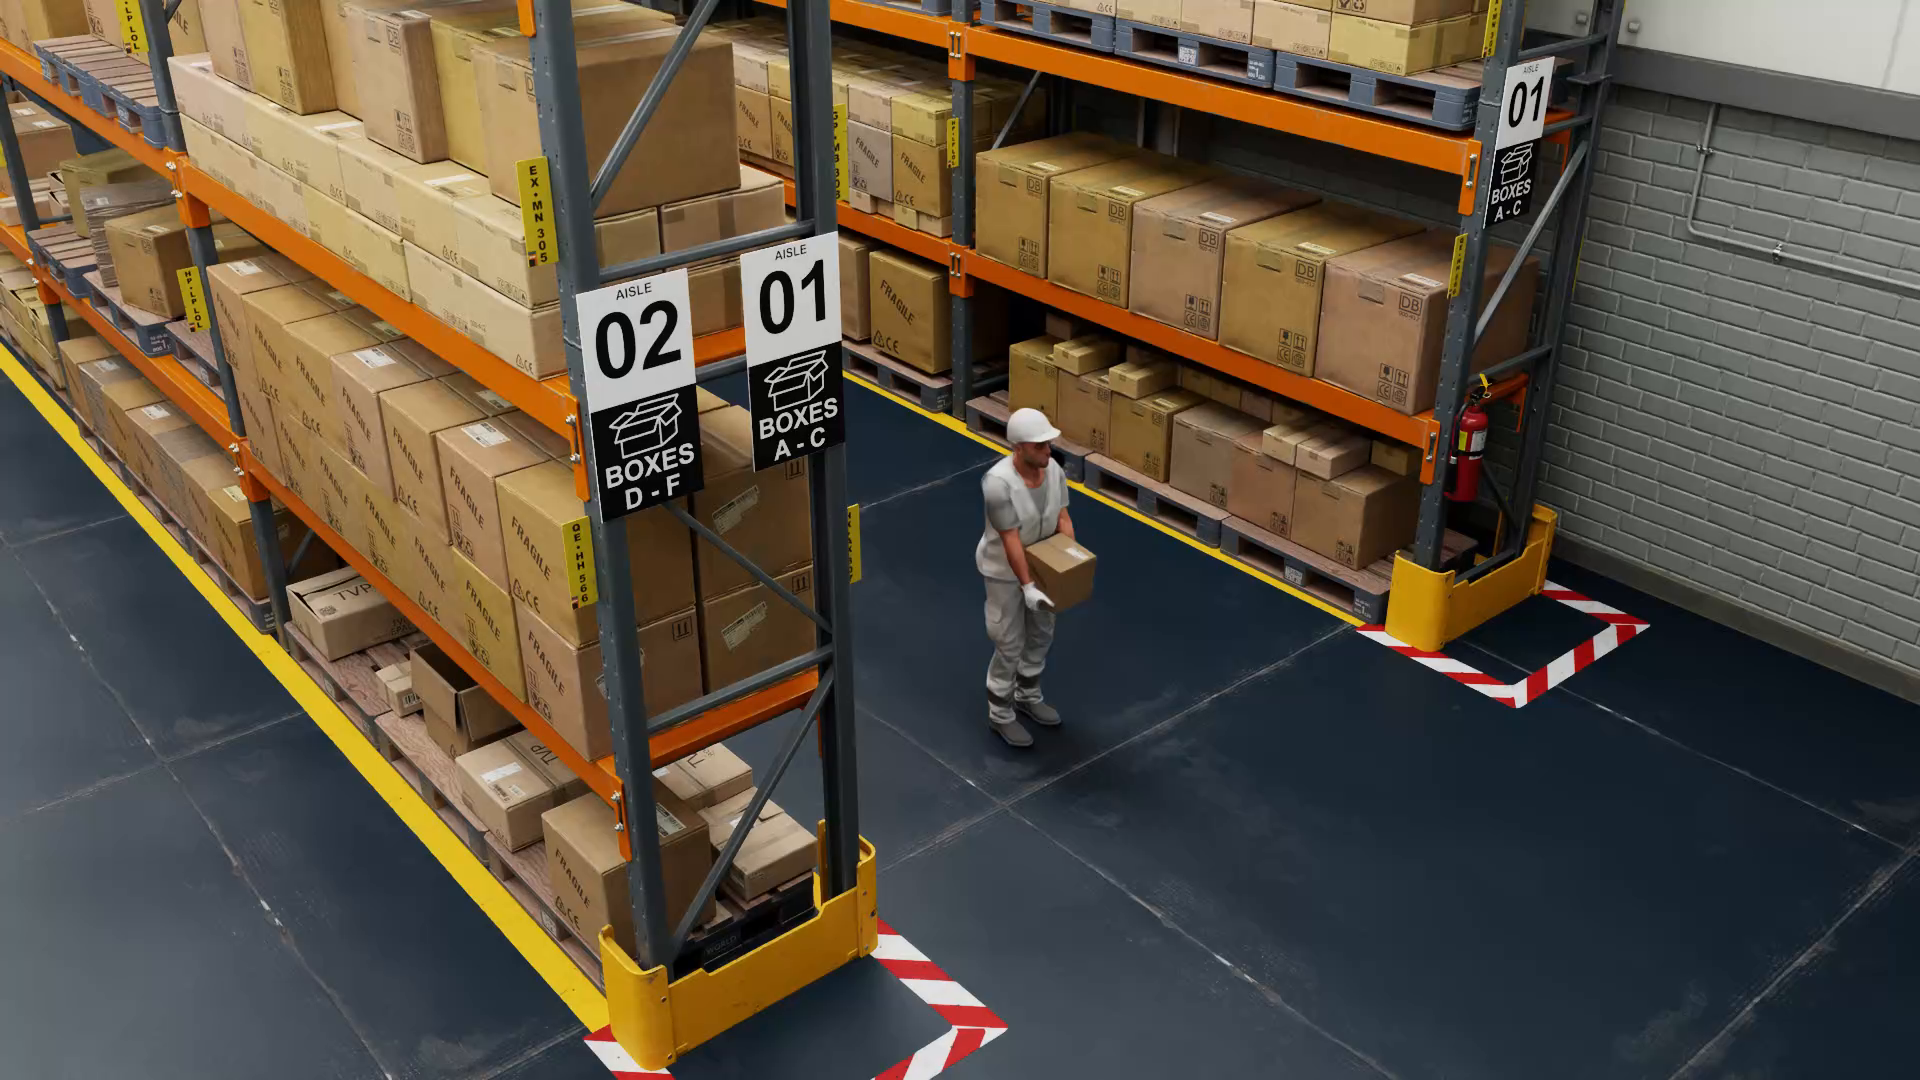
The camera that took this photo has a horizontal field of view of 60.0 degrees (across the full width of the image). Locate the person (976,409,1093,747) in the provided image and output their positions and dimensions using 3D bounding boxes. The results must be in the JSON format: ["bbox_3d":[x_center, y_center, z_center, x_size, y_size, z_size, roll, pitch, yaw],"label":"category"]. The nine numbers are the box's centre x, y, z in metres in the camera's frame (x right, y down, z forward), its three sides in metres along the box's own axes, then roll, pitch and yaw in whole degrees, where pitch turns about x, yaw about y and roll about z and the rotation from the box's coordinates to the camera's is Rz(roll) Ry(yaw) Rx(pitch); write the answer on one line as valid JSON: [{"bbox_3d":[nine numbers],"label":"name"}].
[{"bbox_3d":[0.369,0.192,8.236,0.494,1.783,0.570,-22,35,-36],"label":"person"}]
